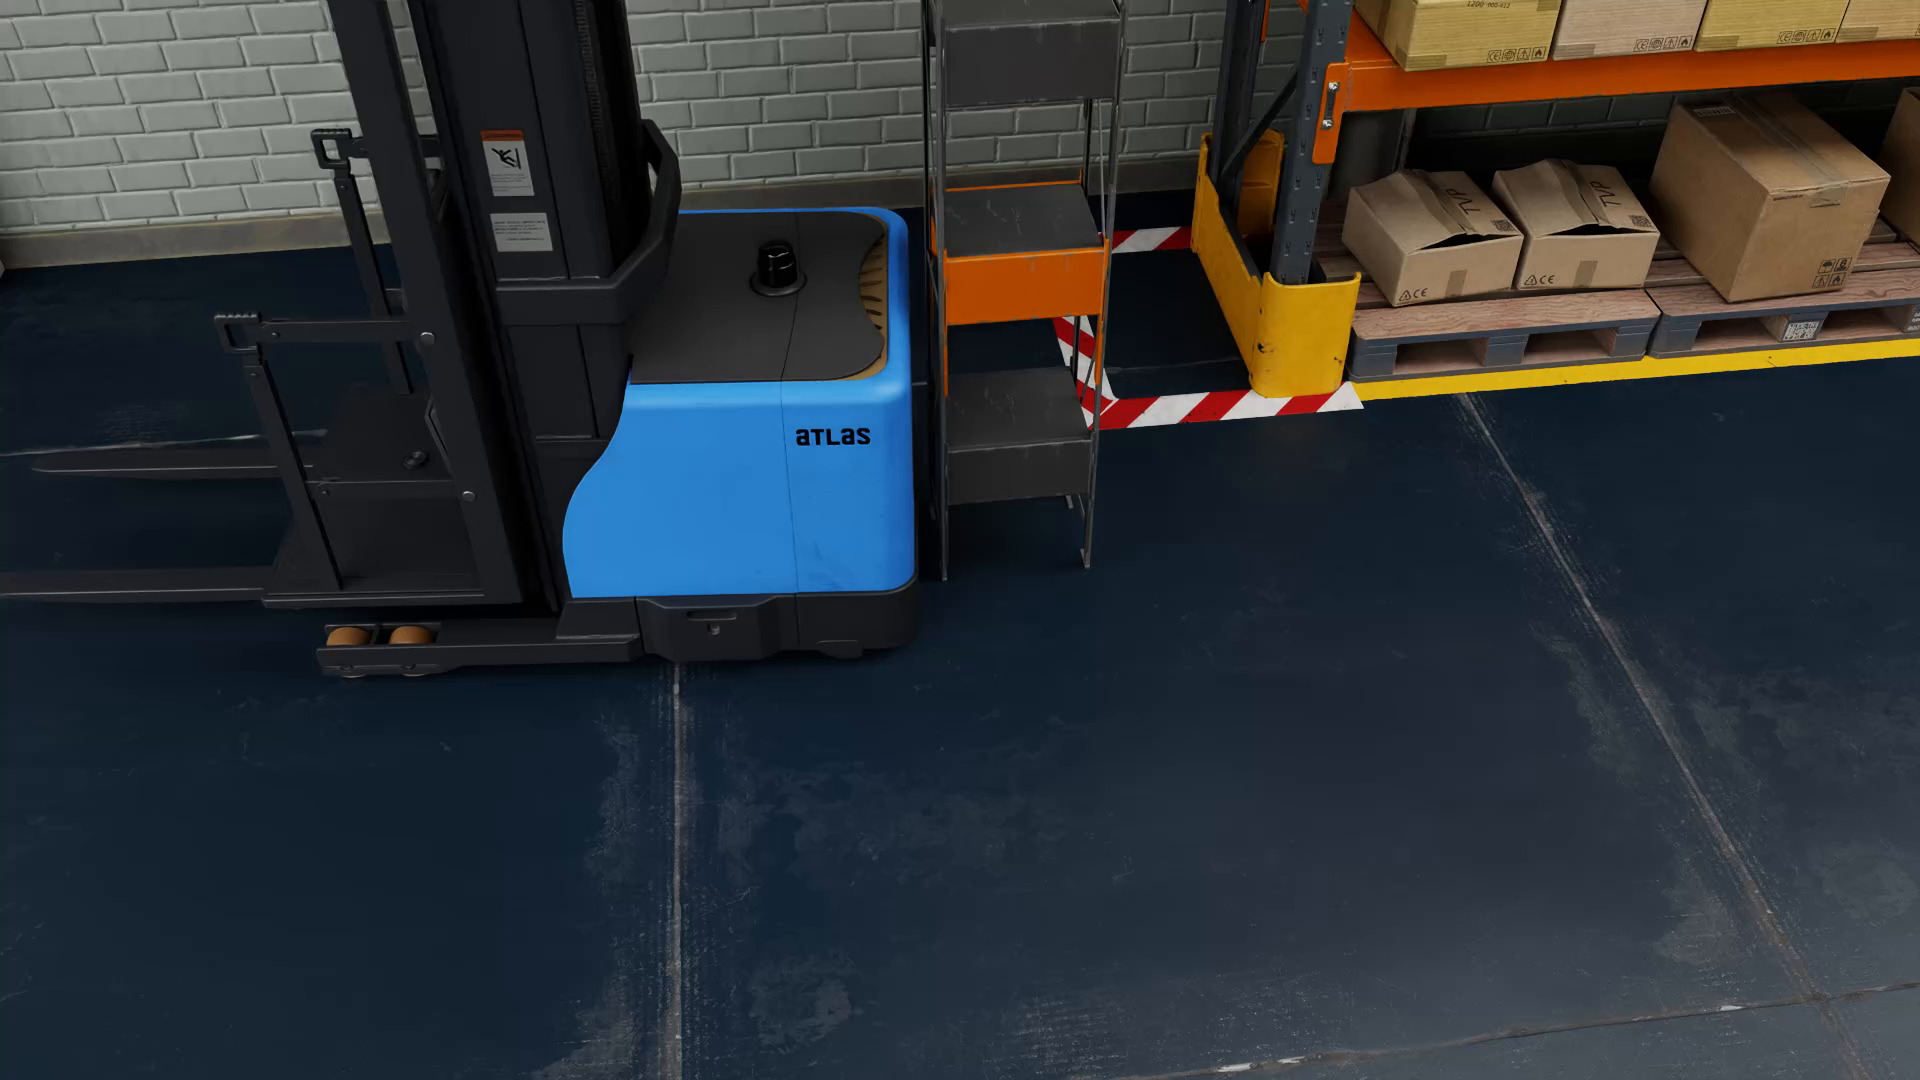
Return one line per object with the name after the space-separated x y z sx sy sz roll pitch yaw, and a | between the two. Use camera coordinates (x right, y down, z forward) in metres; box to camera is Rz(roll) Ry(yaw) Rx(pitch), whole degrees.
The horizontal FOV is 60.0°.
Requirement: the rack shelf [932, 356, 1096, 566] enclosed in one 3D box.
0.164 -0.264 5.541 0.480 0.518 0.431 -5 42 -6 | rack shelf

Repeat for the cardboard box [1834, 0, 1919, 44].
3.200 -1.967 5.788 0.500 0.250 0.500 -5 42 -5 | cardboard box

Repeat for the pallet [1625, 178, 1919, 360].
3.247 -1.169 6.888 1.213 0.211 1.003 -5 42 -6 | pallet

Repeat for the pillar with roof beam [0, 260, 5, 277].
-3.655 -1.530 0.727 0.400 9.000 9.100 -5 42 -6 | pillar with roof beam

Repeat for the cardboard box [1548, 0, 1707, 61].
2.192 -1.885 5.697 0.500 0.250 0.500 -6 42 -7 | cardboard box

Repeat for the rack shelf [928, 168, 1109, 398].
0.164 -0.784 5.072 0.480 0.518 0.431 -5 42 -6 | rack shelf

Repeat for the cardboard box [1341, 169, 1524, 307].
1.852 -1.212 6.533 0.500 0.311 0.500 -9 43 -10 | cardboard box

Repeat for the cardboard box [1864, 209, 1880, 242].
3.532 -1.373 6.833 0.250 0.149 0.380 -8 43 -9 | cardboard box

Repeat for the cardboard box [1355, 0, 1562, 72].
1.679 -1.830 5.636 0.500 0.250 0.500 -6 42 -7 | cardboard box

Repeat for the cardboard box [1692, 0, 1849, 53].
2.698 -1.925 5.741 0.500 0.250 0.500 -6 42 -6 | cardboard box

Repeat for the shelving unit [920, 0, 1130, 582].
0.164 -0.794 5.063 0.503 2.100 0.431 -5 42 -6 | shelving unit

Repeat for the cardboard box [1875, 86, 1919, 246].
4.096 -1.513 6.725 0.500 0.500 0.500 -8 43 -9 | cardboard box

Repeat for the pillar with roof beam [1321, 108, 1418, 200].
2.294 -2.051 1.305 0.400 9.000 9.100 -5 42 -6 | pillar with roof beam

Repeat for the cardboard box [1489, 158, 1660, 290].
2.417 -1.261 6.588 0.500 0.311 0.500 -2 42 -2 | cardboard box

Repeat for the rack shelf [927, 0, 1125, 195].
0.164 -1.304 4.603 0.480 0.518 0.431 -5 42 -6 | rack shelf

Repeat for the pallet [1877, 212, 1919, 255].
4.459 -1.277 7.008 1.213 0.211 1.003 -5 42 -6 | pallet

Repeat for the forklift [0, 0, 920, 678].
-1.657 -1.014 4.685 3.031 2.935 1.130 -1 42 -1 | forklift

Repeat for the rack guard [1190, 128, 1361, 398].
1.229 -1.125 6.624 0.348 0.500 1.175 -5 42 -6 | rack guard

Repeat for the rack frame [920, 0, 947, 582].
-0.078 -0.773 5.039 0.015 2.100 0.400 -5 42 -6 | rack frame

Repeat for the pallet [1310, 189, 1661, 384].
2.040 -1.065 6.773 1.213 0.211 1.003 -5 42 -6 | pallet

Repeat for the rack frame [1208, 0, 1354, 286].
1.154 -2.047 5.780 0.127 3.000 1.000 -5 42 -6 | rack frame

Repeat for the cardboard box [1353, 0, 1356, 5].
1.592 -2.168 6.011 0.500 0.250 0.500 -4 42 -5 | cardboard box

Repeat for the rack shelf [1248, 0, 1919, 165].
3.137 -1.953 6.213 4.000 0.370 1.077 -5 42 -6 | rack shelf

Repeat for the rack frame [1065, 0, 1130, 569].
0.406 -0.815 5.086 0.015 2.100 0.400 -5 42 -6 | rack frame

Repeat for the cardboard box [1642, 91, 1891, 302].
3.151 -1.362 6.558 0.500 0.500 0.700 -7 43 -8 | cardboard box
